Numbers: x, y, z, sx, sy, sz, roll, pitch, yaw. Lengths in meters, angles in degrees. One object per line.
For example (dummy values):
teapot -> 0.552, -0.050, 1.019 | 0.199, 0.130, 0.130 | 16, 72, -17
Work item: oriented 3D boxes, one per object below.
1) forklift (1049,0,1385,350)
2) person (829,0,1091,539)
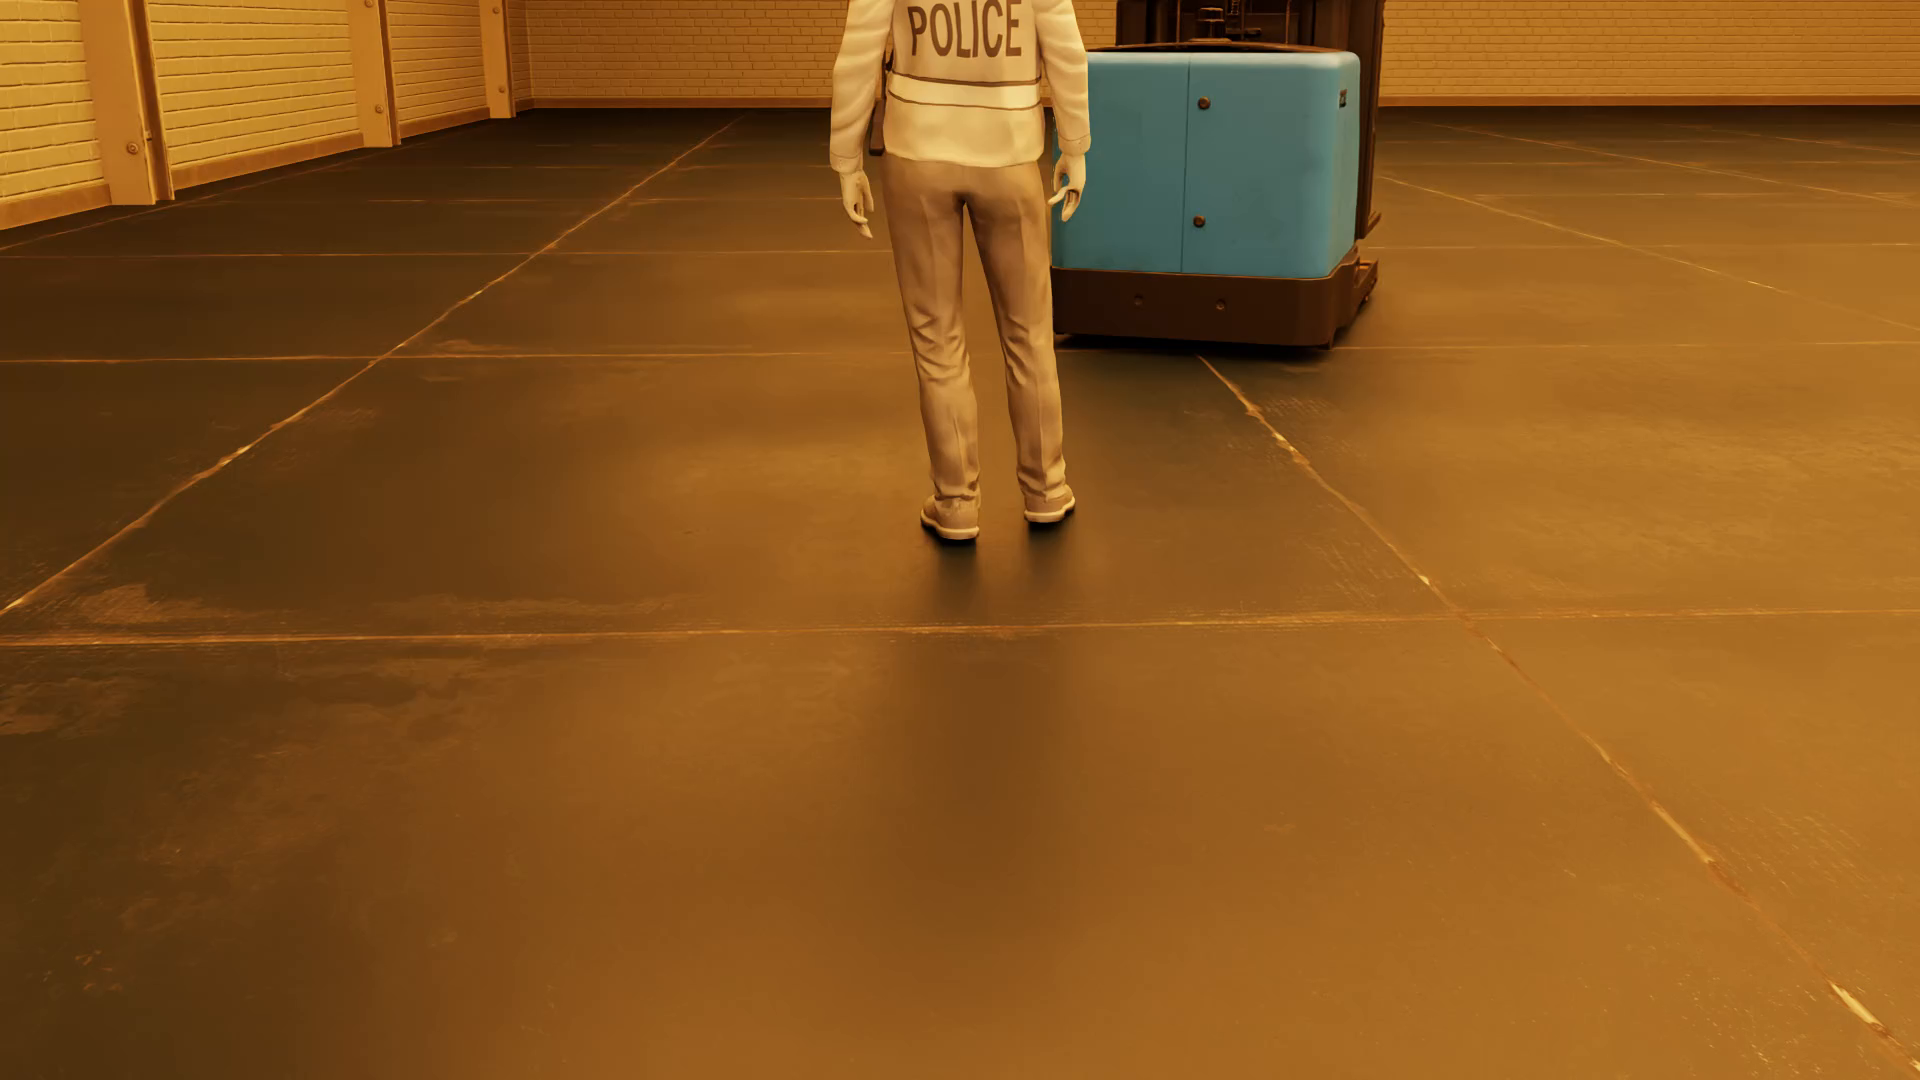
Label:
forklift -> 1.265, -2.482, 7.022 | 1.130, 2.935, 3.031 | 5, 18, 17
person -> 0.003, -0.837, 3.734 | 0.588, 1.695, 0.531 | -1, 17, -3
